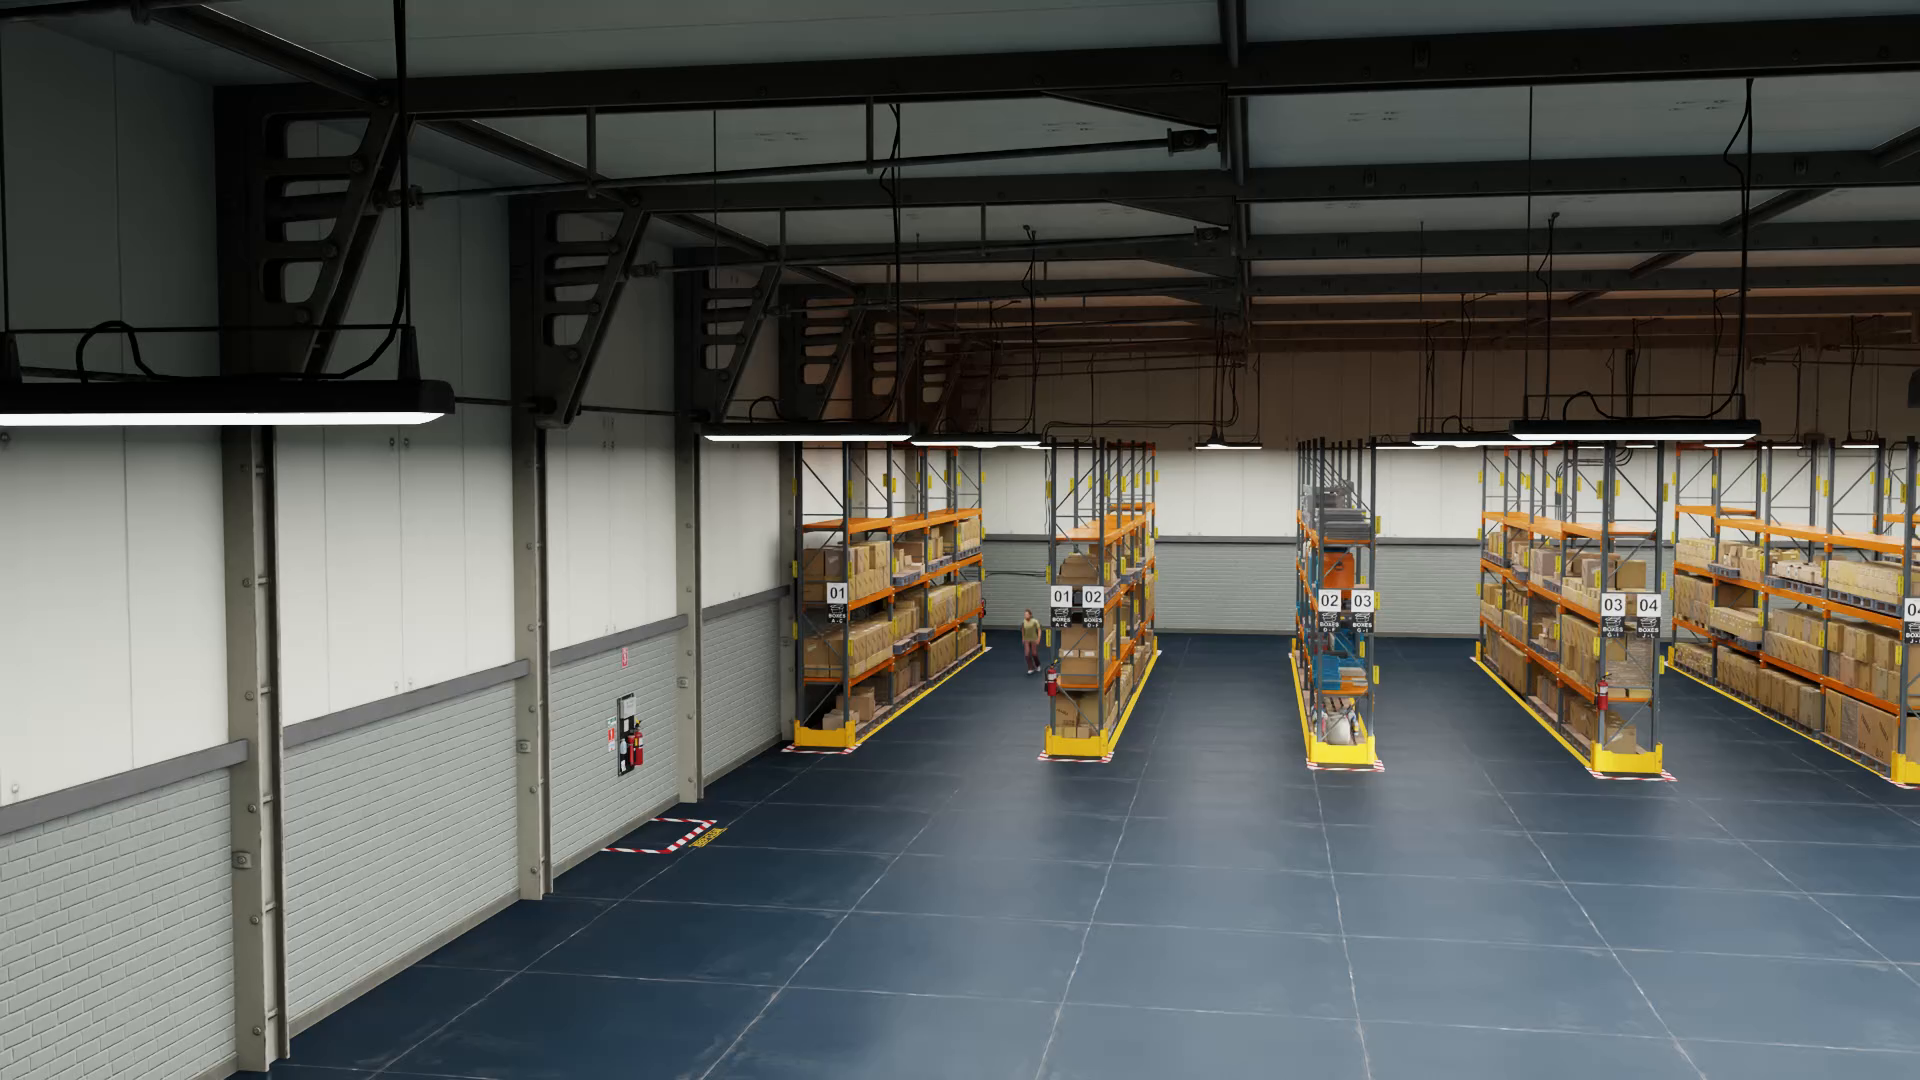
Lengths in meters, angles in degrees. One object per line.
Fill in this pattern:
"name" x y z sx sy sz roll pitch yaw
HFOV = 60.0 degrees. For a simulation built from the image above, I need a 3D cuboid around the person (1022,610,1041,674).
"person" 1.860 2.620 43.137 0.524 1.654 0.523 1 3 20
